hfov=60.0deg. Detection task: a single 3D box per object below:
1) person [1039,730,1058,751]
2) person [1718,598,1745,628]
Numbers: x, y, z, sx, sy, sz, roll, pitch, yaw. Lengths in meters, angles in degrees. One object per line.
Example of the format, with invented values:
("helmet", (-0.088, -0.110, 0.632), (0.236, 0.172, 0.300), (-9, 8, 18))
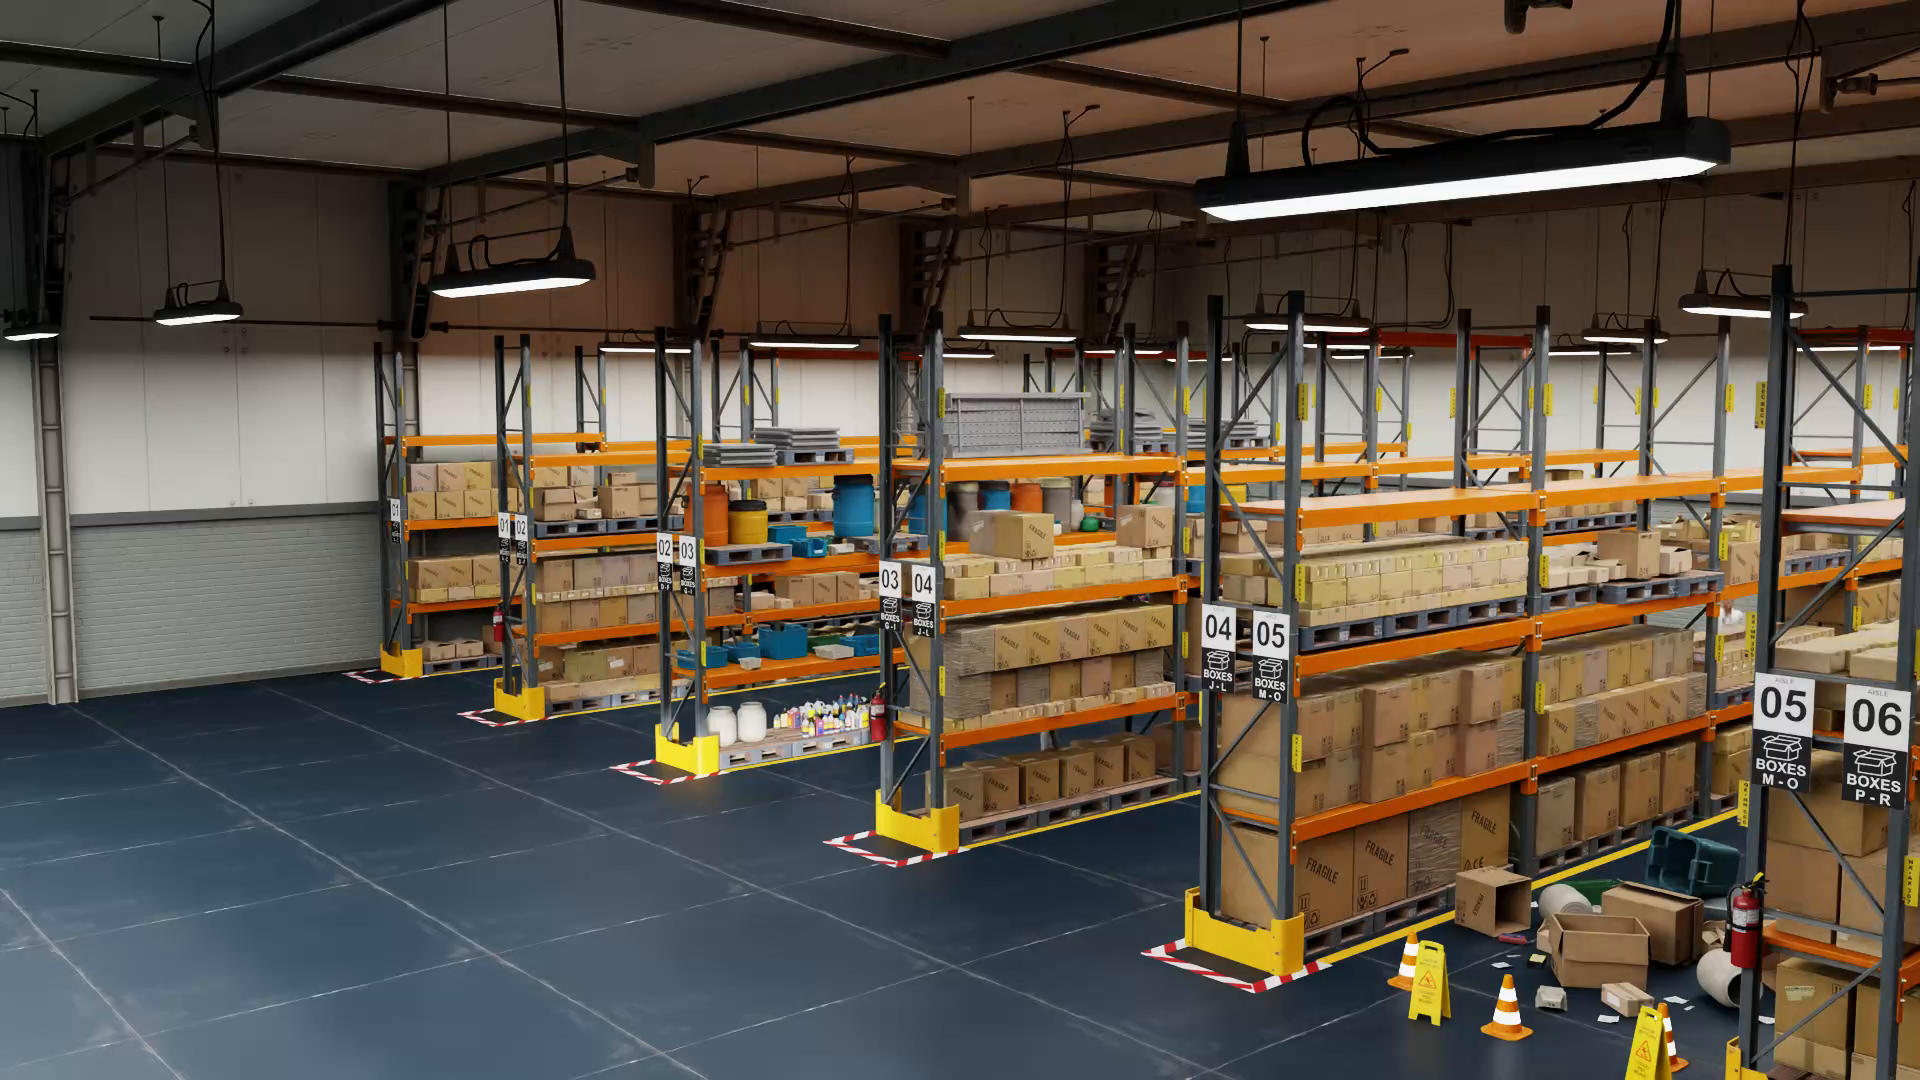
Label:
("person", (1.185, 2.301, 22.781), (0.350, 1.604, 0.457), (2, 6, 25))
("person", (12.642, 1.777, 27.448), (0.620, 1.788, 0.448), (2, 5, 18))
